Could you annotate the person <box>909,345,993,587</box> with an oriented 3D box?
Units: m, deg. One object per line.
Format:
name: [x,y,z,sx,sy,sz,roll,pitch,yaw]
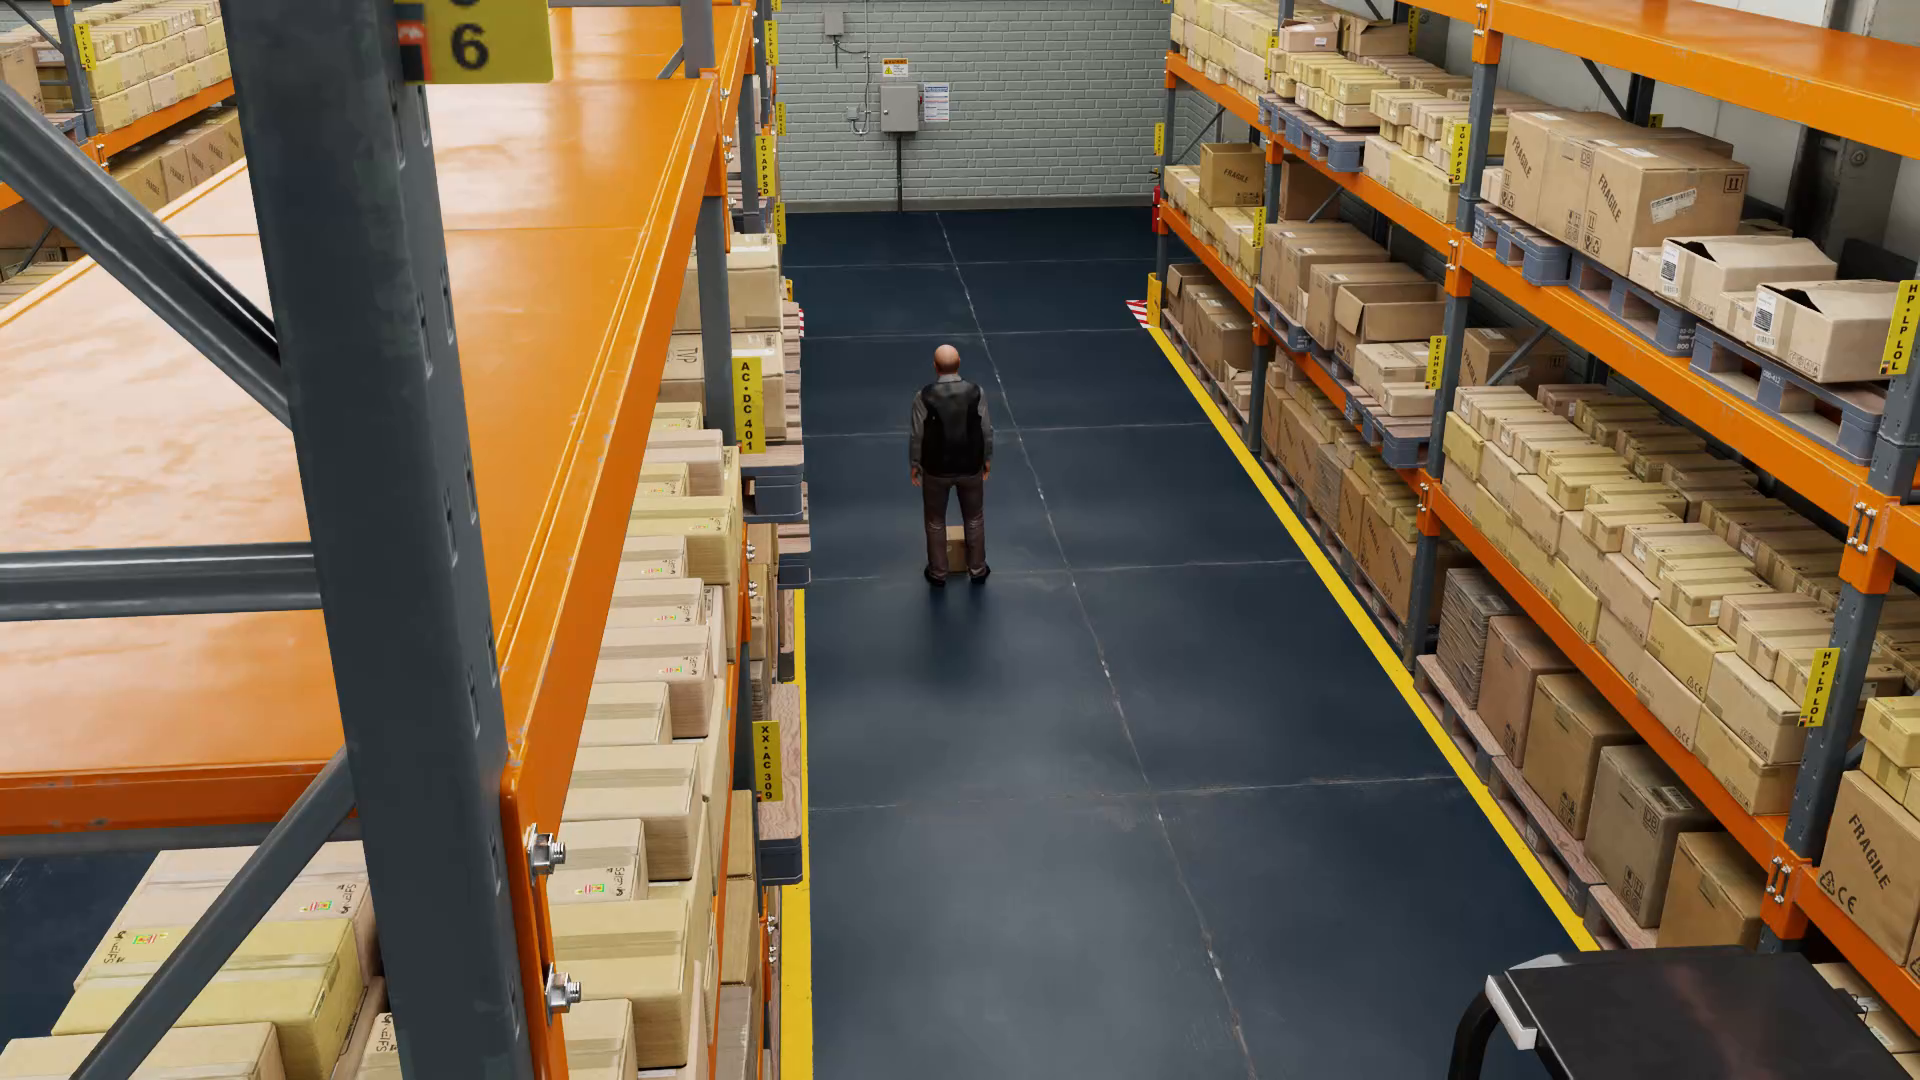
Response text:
person: [-0.057,-0.496,11.494,0.593,1.720,0.419,-4,24,-8]
